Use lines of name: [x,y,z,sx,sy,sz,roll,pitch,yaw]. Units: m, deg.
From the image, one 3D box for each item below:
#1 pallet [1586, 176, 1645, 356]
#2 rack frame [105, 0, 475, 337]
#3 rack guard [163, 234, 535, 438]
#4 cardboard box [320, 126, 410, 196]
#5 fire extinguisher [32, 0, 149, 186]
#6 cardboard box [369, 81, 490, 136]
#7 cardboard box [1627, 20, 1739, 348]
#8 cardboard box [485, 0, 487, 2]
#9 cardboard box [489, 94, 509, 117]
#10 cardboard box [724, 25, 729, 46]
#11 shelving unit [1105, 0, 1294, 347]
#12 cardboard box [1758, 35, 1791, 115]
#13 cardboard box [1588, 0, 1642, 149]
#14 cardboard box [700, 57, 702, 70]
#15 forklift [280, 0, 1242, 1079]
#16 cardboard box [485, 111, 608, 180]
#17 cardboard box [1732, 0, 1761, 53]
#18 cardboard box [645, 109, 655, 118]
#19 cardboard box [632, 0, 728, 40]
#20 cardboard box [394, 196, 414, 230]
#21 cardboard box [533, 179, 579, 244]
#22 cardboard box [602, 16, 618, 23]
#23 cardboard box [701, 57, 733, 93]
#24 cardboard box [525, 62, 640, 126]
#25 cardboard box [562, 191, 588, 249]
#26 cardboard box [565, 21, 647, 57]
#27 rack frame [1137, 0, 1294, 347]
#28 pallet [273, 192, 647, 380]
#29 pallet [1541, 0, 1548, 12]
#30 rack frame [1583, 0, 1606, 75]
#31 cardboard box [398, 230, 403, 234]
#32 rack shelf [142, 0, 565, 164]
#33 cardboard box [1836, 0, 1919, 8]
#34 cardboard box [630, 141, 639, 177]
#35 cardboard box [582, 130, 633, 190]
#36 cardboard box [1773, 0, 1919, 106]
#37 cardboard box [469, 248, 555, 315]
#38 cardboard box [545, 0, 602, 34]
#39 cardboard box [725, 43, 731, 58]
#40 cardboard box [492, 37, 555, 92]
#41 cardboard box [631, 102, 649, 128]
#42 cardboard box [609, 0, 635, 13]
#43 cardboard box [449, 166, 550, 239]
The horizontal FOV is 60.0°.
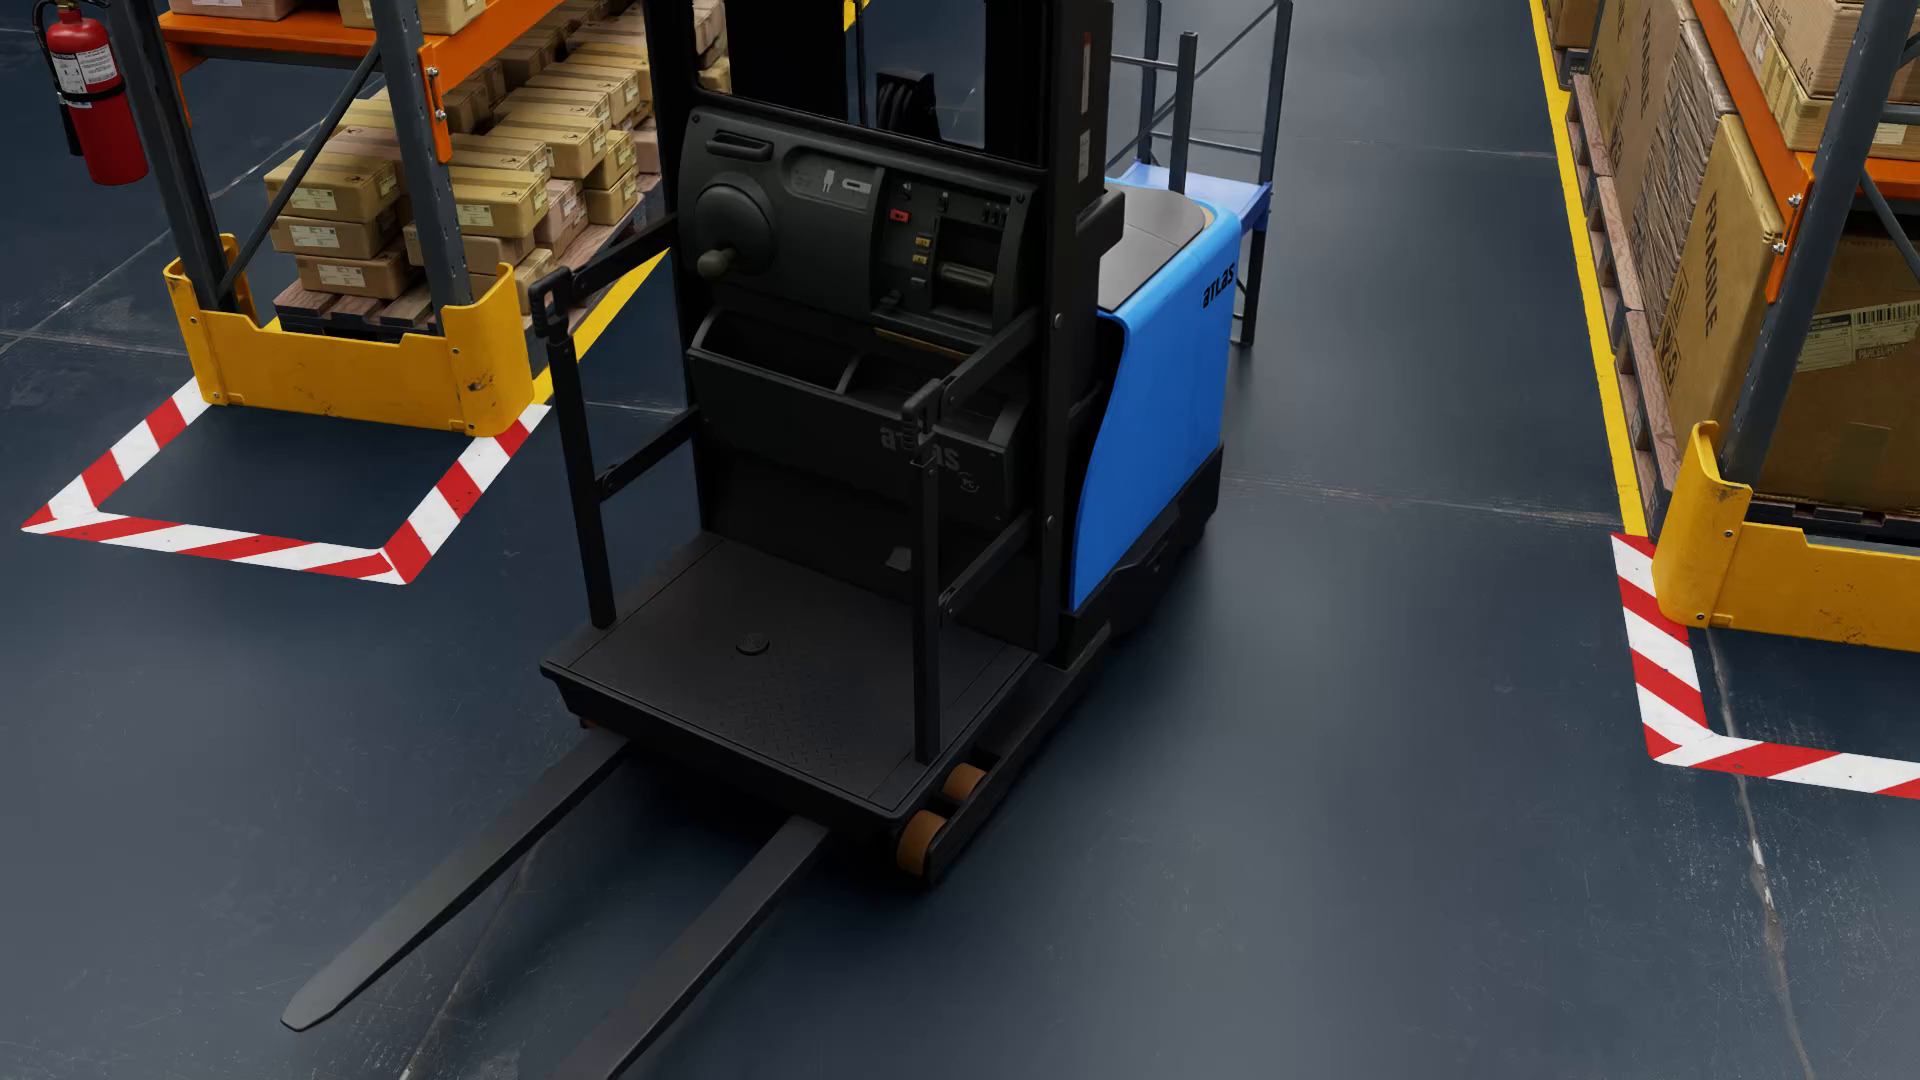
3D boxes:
pallet: [3.045,-1.045,6.513,1.003,0.211,1.213,7,37,10]
rack frame: [-2.136,-1.689,5.024,1.000,3.000,0.127,7,37,10]
rack guard: [-2.120,-0.720,5.818,1.175,0.500,0.348,7,37,10]
cardboard box: [-2.161,-1.417,6.214,0.380,0.149,0.250,8,37,11]
fire extinguisher: [-2.641,-1.420,5.037,0.296,0.674,0.183,7,37,10]
cardboard box: [-2.113,-1.722,6.635,0.380,0.149,0.250,6,36,8]
cardboard box: [2.940,-1.217,5.826,0.875,0.875,0.875,7,37,10]
cardboard box: [-1.733,-1.883,5.506,0.380,0.149,0.250,9,37,12]
cardboard box: [-2.095,-1.760,6.940,0.380,0.149,0.250,8,37,11]
cardboard box: [-1.274,-2.454,7.897,0.380,0.149,0.250,8,37,10]
shelving unit: [0.655,-1.136,5.539,0.538,1.500,1.048,16,39,21]
cardboard box: [2.496,-1.302,4.704,0.380,0.149,0.250,8,37,10]
cardboard box: [3.323,-2.244,7.242,0.875,0.875,0.875,7,37,10]
cardboard box: [-1.386,-2.154,7.484,0.380,0.149,0.250,6,36,8]
forklift: [-0.367,-0.664,3.669,1.130,2.935,3.031,19,40,24]
cardboard box: [-1.572,-1.505,6.334,0.380,0.149,0.250,7,37,10]
cardboard box: [2.605,-1.589,5.101,0.380,0.149,0.250,8,37,11]
cardboard box: [-1.394,-1.853,7.322,0.380,0.149,0.250,7,37,10]
cardboard box: [-1.265,-2.401,7.571,0.380,0.149,0.250,6,36,8]
cardboard box: [-2.194,-1.306,6.314,0.380,0.149,0.250,6,36,9]
cardboard box: [-1.660,-1.243,6.227,0.380,0.149,0.250,7,37,10]
cardboard box: [-1.797,-2.341,7.741,0.380,0.149,0.250,9,37,12]
cardboard box: [-1.254,-2.137,7.713,0.380,0.149,0.250,7,37,10]
cardboard box: [-1.532,-1.815,6.763,0.380,0.149,0.250,9,37,12]
cardboard box: [-1.690,-1.268,6.515,0.380,0.149,0.250,8,37,10]
cardboard box: [-1.471,-2.116,7.178,0.380,0.149,0.250,7,37,10]
rack frame: [0.875,-1.405,5.910,0.500,1.500,0.032,16,39,21]
pallet: [-1.912,-1.064,6.539,1.003,0.211,1.213,7,37,10]
pallet: [3.891,-3.327,9.660,1.003,0.211,1.213,7,37,10]
rack frame: [3.542,-3.302,7.250,1.000,3.000,0.127,7,37,10]
cardboard box: [-2.272,-1.192,6.411,0.380,0.149,0.250,8,37,11]
rack shelf: [-1.709,-2.544,6.817,1.077,0.370,4.000,7,37,10]
cardboard box: [2.535,-1.685,4.254,0.500,0.500,0.500,8,37,11]
cardboard box: [-1.566,-1.559,6.917,0.380,0.149,0.250,7,37,10]
cardboard box: [-1.533,-1.528,6.620,0.380,0.149,0.250,8,37,11]
cardboard box: [2.532,-1.380,4.472,0.500,0.250,0.500,7,36,9]
cardboard box: [-1.712,-0.965,6.096,0.380,0.149,0.250,8,37,11]
cardboard box: [-1.826,-2.311,7.447,0.380,0.149,0.250,6,36,8]
cardboard box: [-1.164,-2.432,8.121,0.380,0.149,0.250,6,36,8]
cardboard box: [-1.945,-2.020,7.046,0.380,0.149,0.250,6,36,8]
cardboard box: [-1.552,-1.853,7.068,0.380,0.149,0.250,9,37,12]
cardboard box: [-1.714,-2.613,7.864,0.380,0.149,0.250,6,36,9]
cardboard box: [-1.693,-1.203,5.918,0.380,0.149,0.250,6,36,8]
